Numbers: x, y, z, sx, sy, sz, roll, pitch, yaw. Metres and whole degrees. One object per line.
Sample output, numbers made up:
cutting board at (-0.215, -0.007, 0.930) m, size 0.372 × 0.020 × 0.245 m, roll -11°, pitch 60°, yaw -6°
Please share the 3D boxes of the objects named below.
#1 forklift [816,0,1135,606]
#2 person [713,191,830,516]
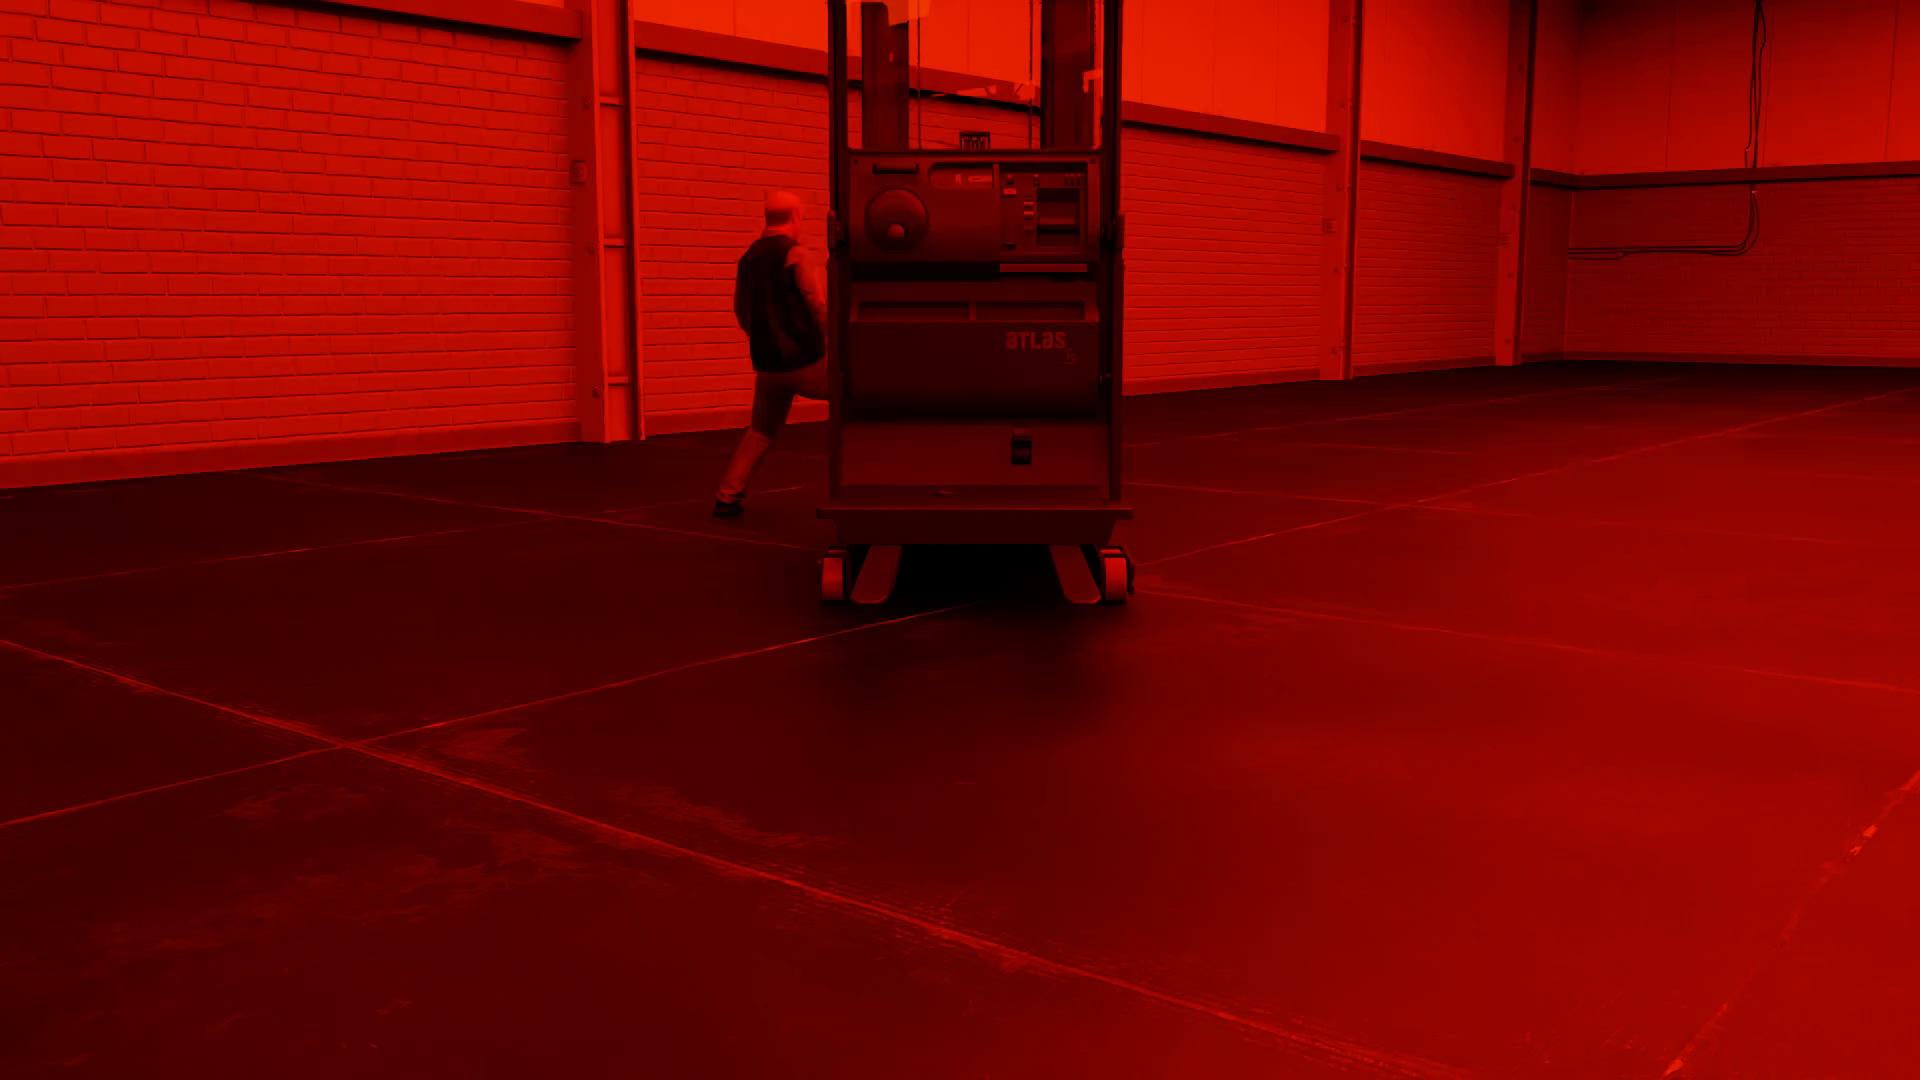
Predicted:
forklift at (0.054, -1.272, 5.978) m, size 1.130 × 2.935 × 3.031 m, roll 0°, pitch 8°, yaw 0°
person at (-0.813, -0.897, 8.158) m, size 0.675 × 1.596 × 0.938 m, roll -8°, pitch 11°, yaw -43°
